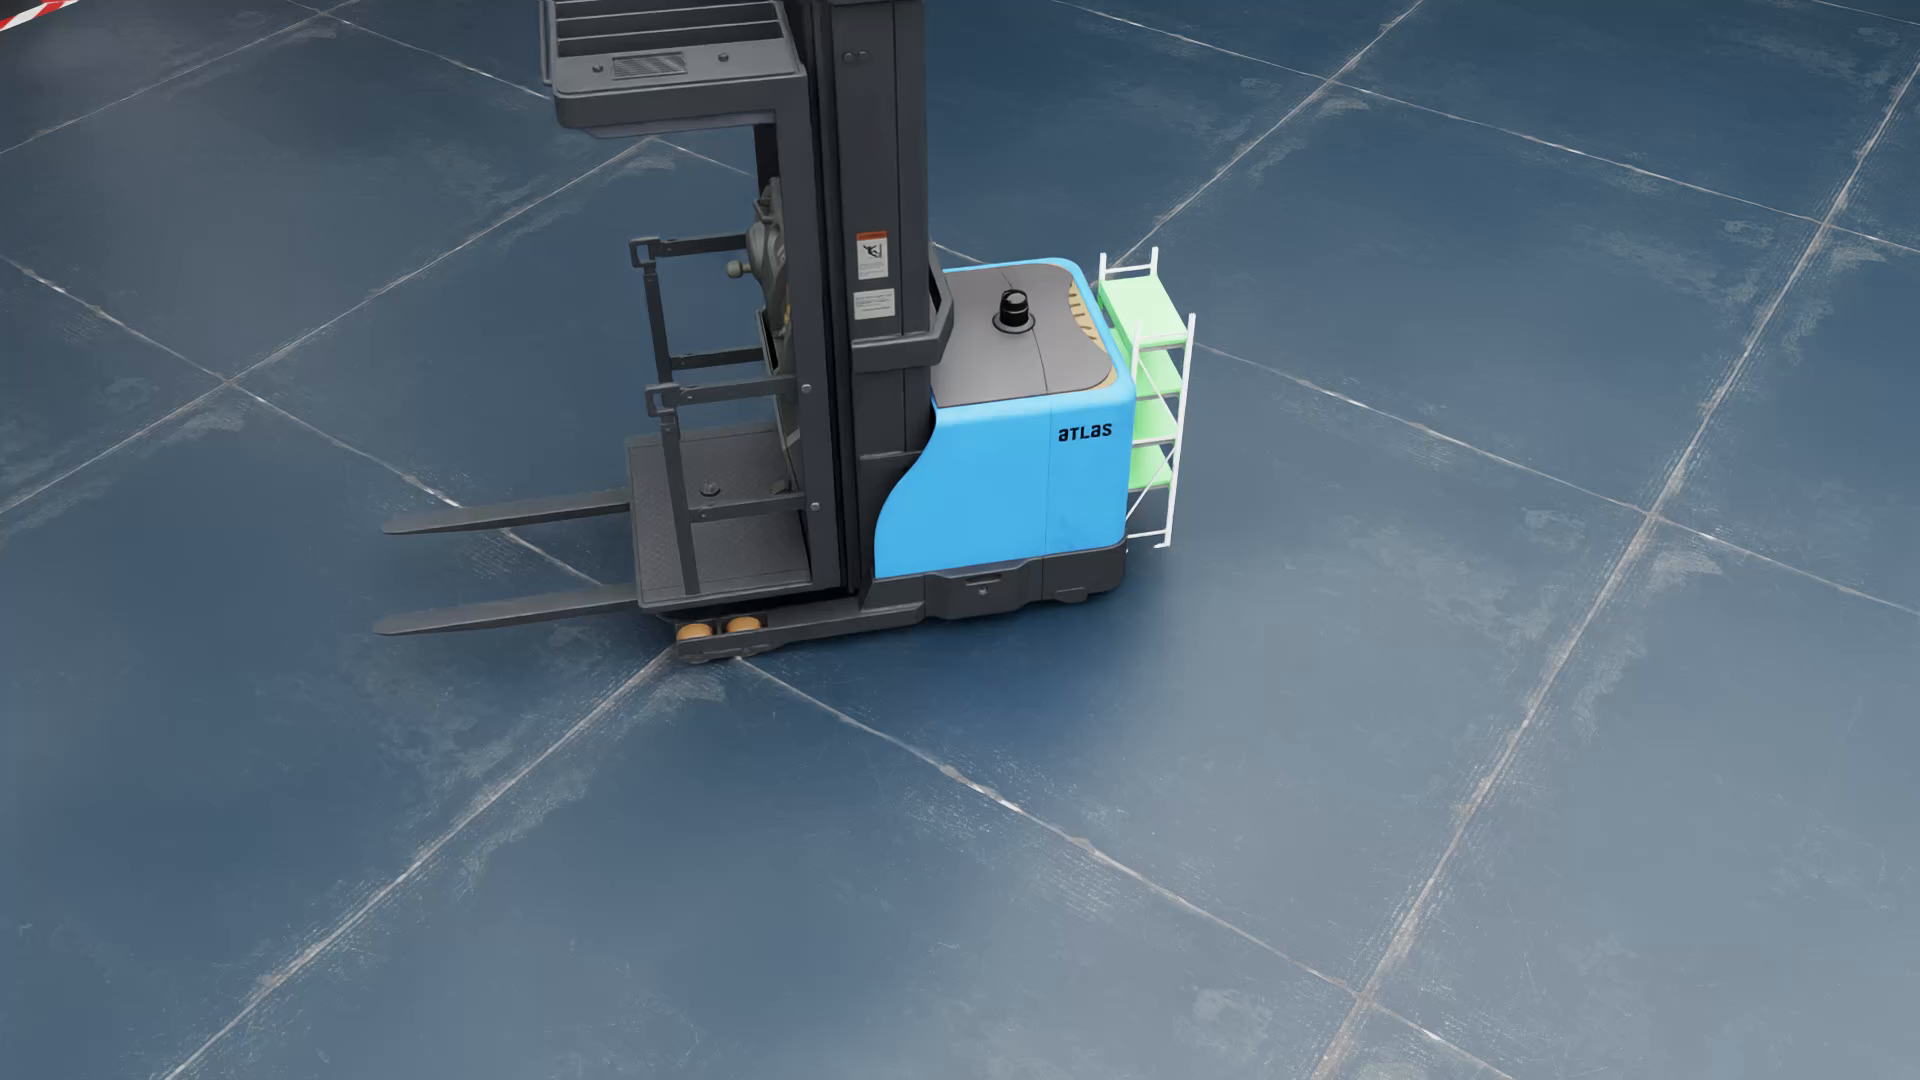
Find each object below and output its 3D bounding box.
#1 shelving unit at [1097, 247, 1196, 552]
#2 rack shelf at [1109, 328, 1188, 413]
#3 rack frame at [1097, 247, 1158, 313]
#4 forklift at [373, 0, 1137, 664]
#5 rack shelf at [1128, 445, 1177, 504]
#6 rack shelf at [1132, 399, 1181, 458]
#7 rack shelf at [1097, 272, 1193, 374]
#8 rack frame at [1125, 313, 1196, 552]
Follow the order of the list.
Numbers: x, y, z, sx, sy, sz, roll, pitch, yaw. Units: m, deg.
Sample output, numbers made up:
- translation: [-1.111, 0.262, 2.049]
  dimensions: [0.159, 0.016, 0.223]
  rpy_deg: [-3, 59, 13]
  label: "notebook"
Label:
- translation: [0.740, -0.569, 6.986]
  dimensions: [0.258, 1.200, 0.503]
  rpy_deg: [-8, 42, -9]
  label: "shelving unit"
- translation: [0.740, -0.700, 6.868]
  dimensions: [0.258, 0.148, 0.480]
  rpy_deg: [-8, 42, -9]
  label: "rack shelf"
- translation: [0.689, -0.728, 7.163]
  dimensions: [0.240, 1.200, 0.015]
  rpy_deg: [-8, 42, -9]
  label: "rack frame"
- translation: [-0.881, -0.981, 6.148]
  dimensions: [3.031, 2.935, 1.130]
  rpy_deg: [-8, 42, -9]
  label: "forklift"
- translation: [0.740, -0.342, 7.188]
  dimensions: [0.258, 0.148, 0.480]
  rpy_deg: [-8, 42, -9]
  label: "rack shelf"
- translation: [0.740, -0.521, 7.028]
  dimensions: [0.258, 0.148, 0.480]
  rpy_deg: [-8, 42, -9]
  label: "rack shelf"
- translation: [0.740, -0.879, 6.708]
  dimensions: [0.258, 0.148, 0.480]
  rpy_deg: [-8, 42, -9]
  label: "rack shelf"
- translation: [0.791, -0.409, 6.808]
  dimensions: [0.240, 1.200, 0.015]
  rpy_deg: [-8, 42, -9]
  label: "rack frame"
